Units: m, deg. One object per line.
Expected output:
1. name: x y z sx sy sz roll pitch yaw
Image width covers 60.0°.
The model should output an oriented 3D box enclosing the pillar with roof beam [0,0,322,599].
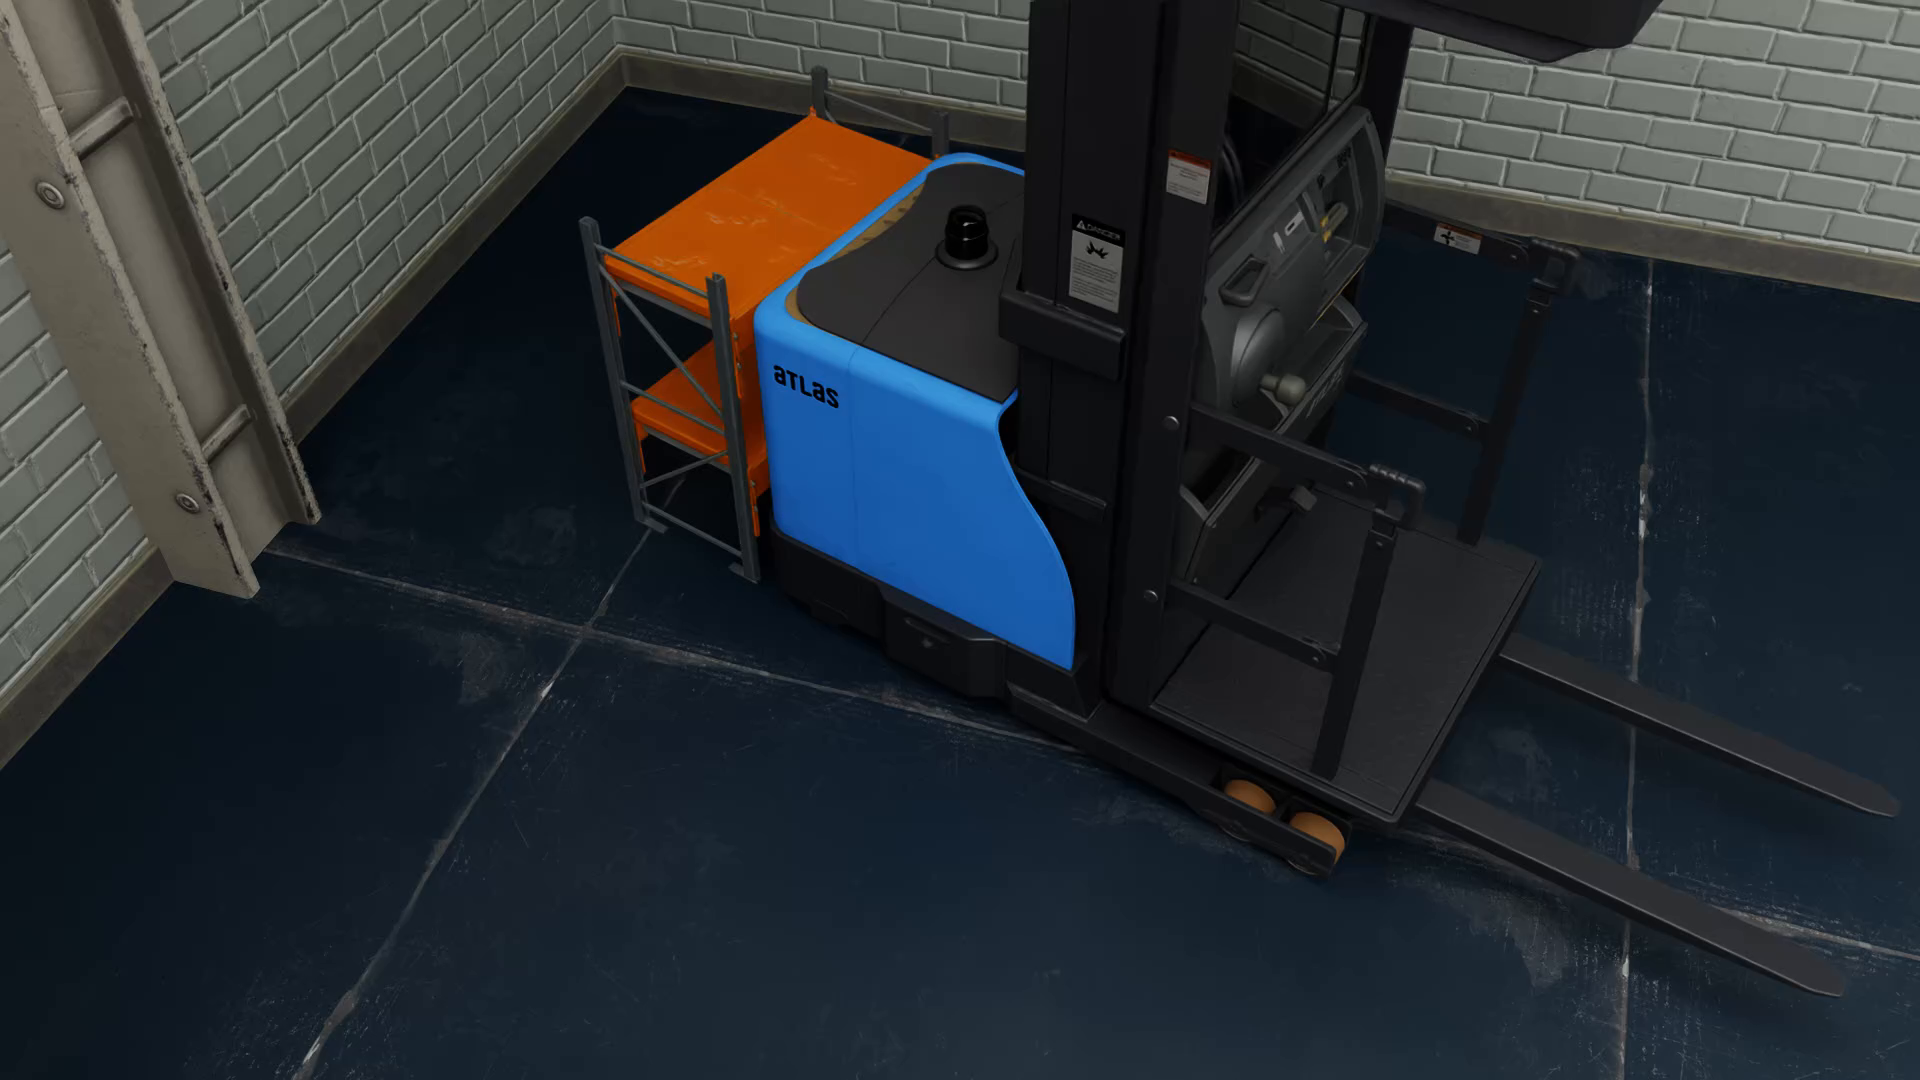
1. pillar with roof beam: 1.854 -2.288 1.154 9.100 9.000 0.400 13 46 13

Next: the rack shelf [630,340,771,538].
1. rack shelf: -0.537 -0.494 5.300 0.538 0.278 1.000 26 50 24

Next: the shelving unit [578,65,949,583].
1. shelving unit: -0.537 -0.669 5.129 0.538 1.125 1.048 26 50 24

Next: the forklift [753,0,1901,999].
1. forklift: 0.953 -0.601 3.769 3.031 2.935 1.130 24 49 23

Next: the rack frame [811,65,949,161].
1. rack frame: -0.247 -0.961 5.427 0.500 1.125 0.032 26 50 24

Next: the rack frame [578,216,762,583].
1. rack frame: -0.827 -0.377 4.831 0.500 1.125 0.032 26 50 24

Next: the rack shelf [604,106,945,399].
1. rack shelf: -0.537 -0.878 4.924 0.538 0.278 1.000 26 50 24
